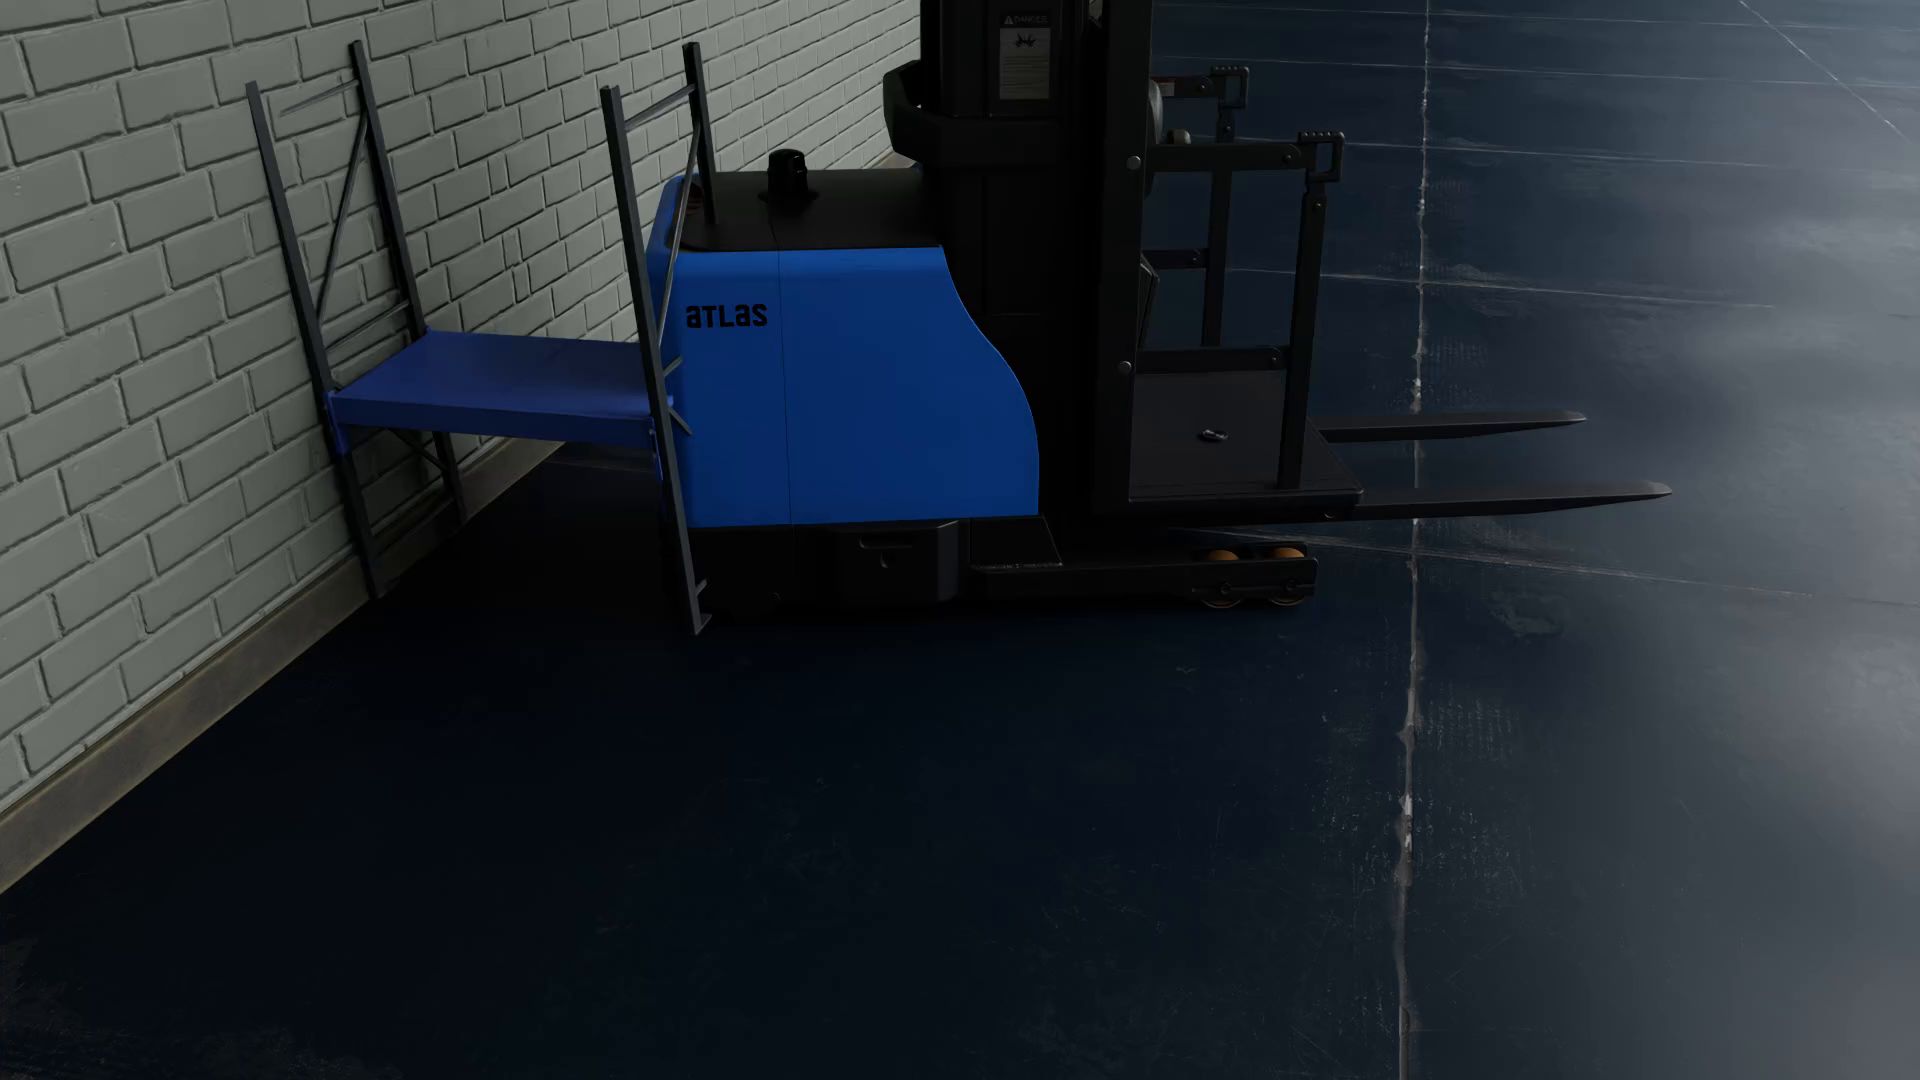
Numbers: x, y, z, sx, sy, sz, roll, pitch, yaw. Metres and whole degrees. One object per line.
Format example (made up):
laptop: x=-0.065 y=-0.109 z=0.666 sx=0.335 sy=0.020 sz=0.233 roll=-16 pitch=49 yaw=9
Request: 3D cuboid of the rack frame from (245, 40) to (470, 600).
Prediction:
rack frame: x=-1.688 y=-0.600 z=4.725 sx=0.032 sy=1.500 sz=0.500 roll=5 pitch=30 yaw=16

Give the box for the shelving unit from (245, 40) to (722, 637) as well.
shelving unit: x=-1.201 y=-0.555 z=4.584 sx=1.048 sy=1.500 sz=0.538 roll=5 pitch=30 yaw=16

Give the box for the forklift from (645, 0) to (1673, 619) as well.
forklift: x=0.623 y=-1.348 z=4.673 sx=3.031 sy=2.935 sz=1.130 roll=-2 pitch=26 yaw=-5

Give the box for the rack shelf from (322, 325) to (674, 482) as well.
rack shelf: x=-1.191 y=-0.397 z=4.670 sx=1.000 sy=0.185 sz=0.538 roll=5 pitch=30 yaw=16

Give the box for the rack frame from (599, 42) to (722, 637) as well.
rack frame: x=-0.715 y=-0.510 z=4.443 sx=0.032 sy=1.500 sz=0.500 roll=5 pitch=30 yaw=16
